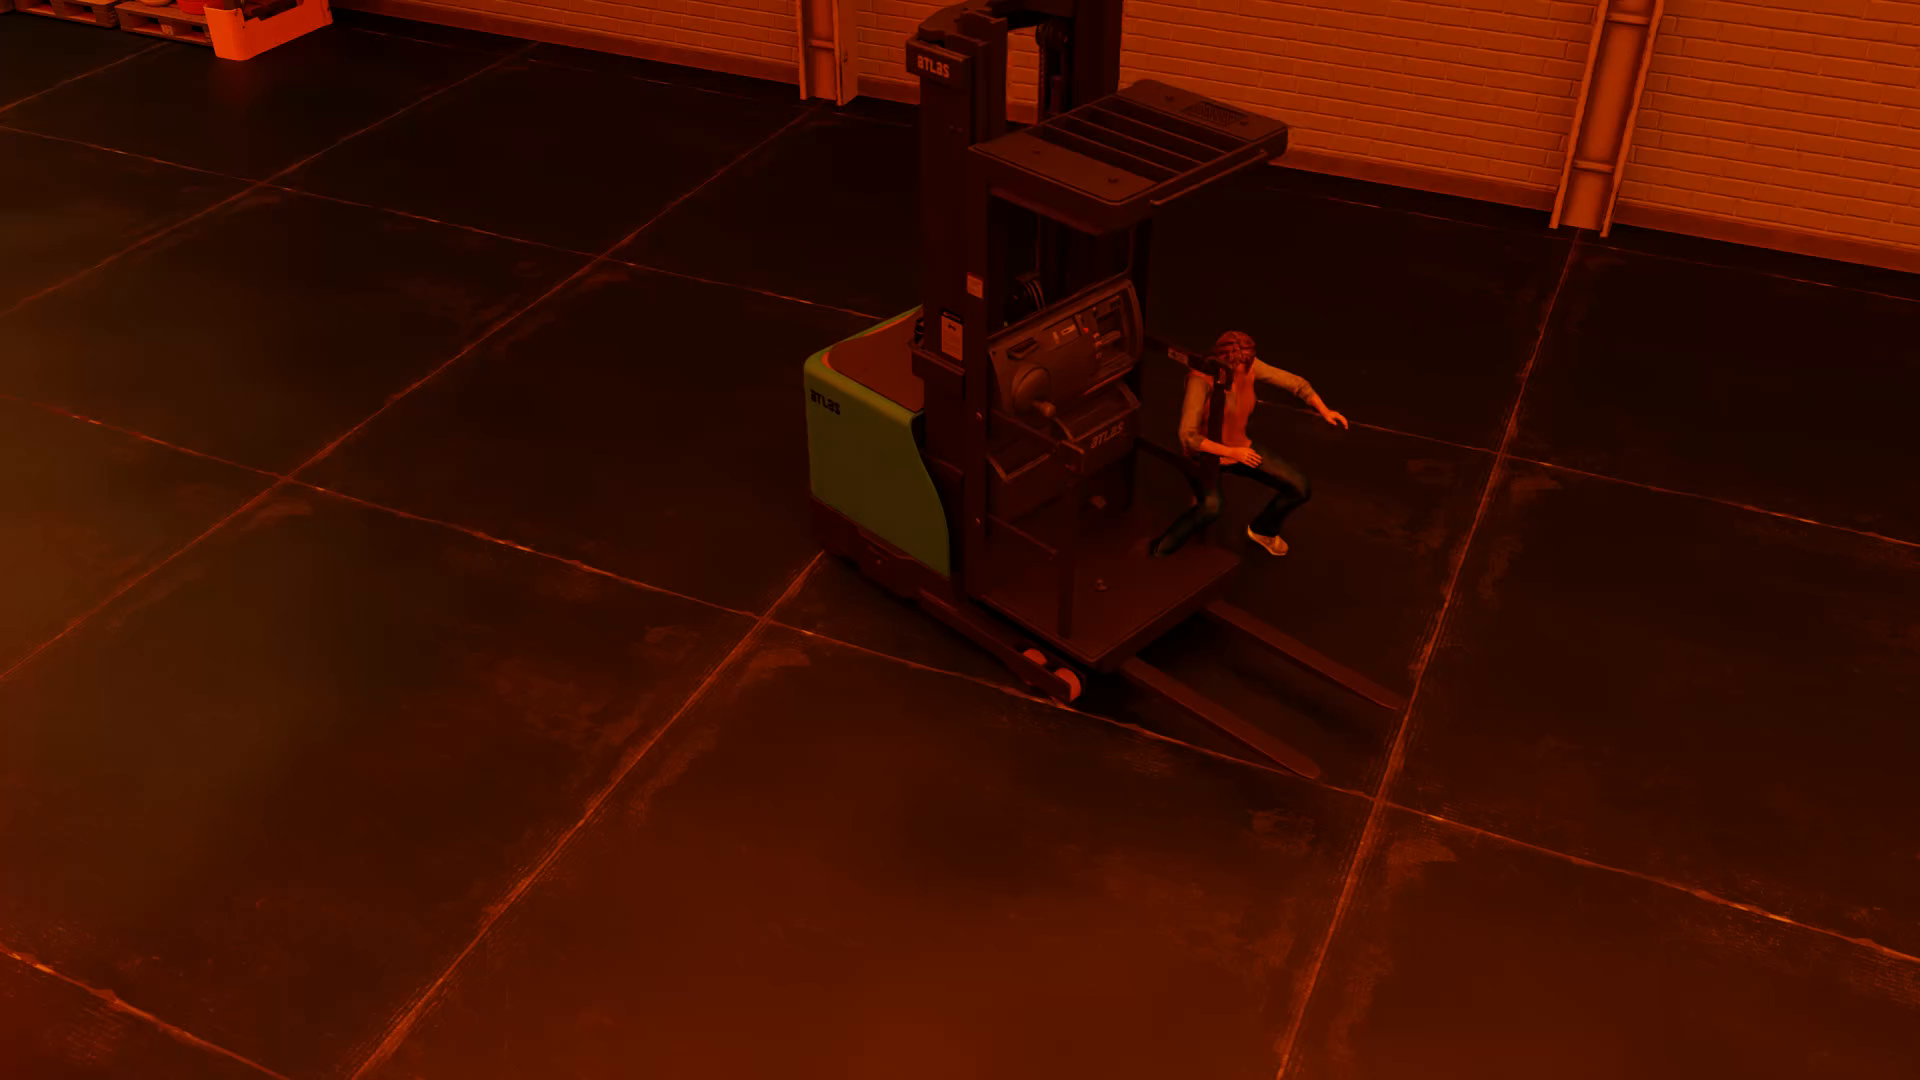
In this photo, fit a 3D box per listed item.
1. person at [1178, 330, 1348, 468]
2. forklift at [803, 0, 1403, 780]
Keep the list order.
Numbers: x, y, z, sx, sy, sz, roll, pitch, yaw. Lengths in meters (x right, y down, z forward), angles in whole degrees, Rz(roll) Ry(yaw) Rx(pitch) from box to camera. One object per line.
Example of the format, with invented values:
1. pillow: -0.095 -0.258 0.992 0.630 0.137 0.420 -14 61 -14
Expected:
1. person: 1.354 -0.579 7.744 0.744 0.802 0.625 -13 37 -17
2. forklift: 0.625 -0.786 7.188 1.130 2.935 3.031 -30 45 -35
